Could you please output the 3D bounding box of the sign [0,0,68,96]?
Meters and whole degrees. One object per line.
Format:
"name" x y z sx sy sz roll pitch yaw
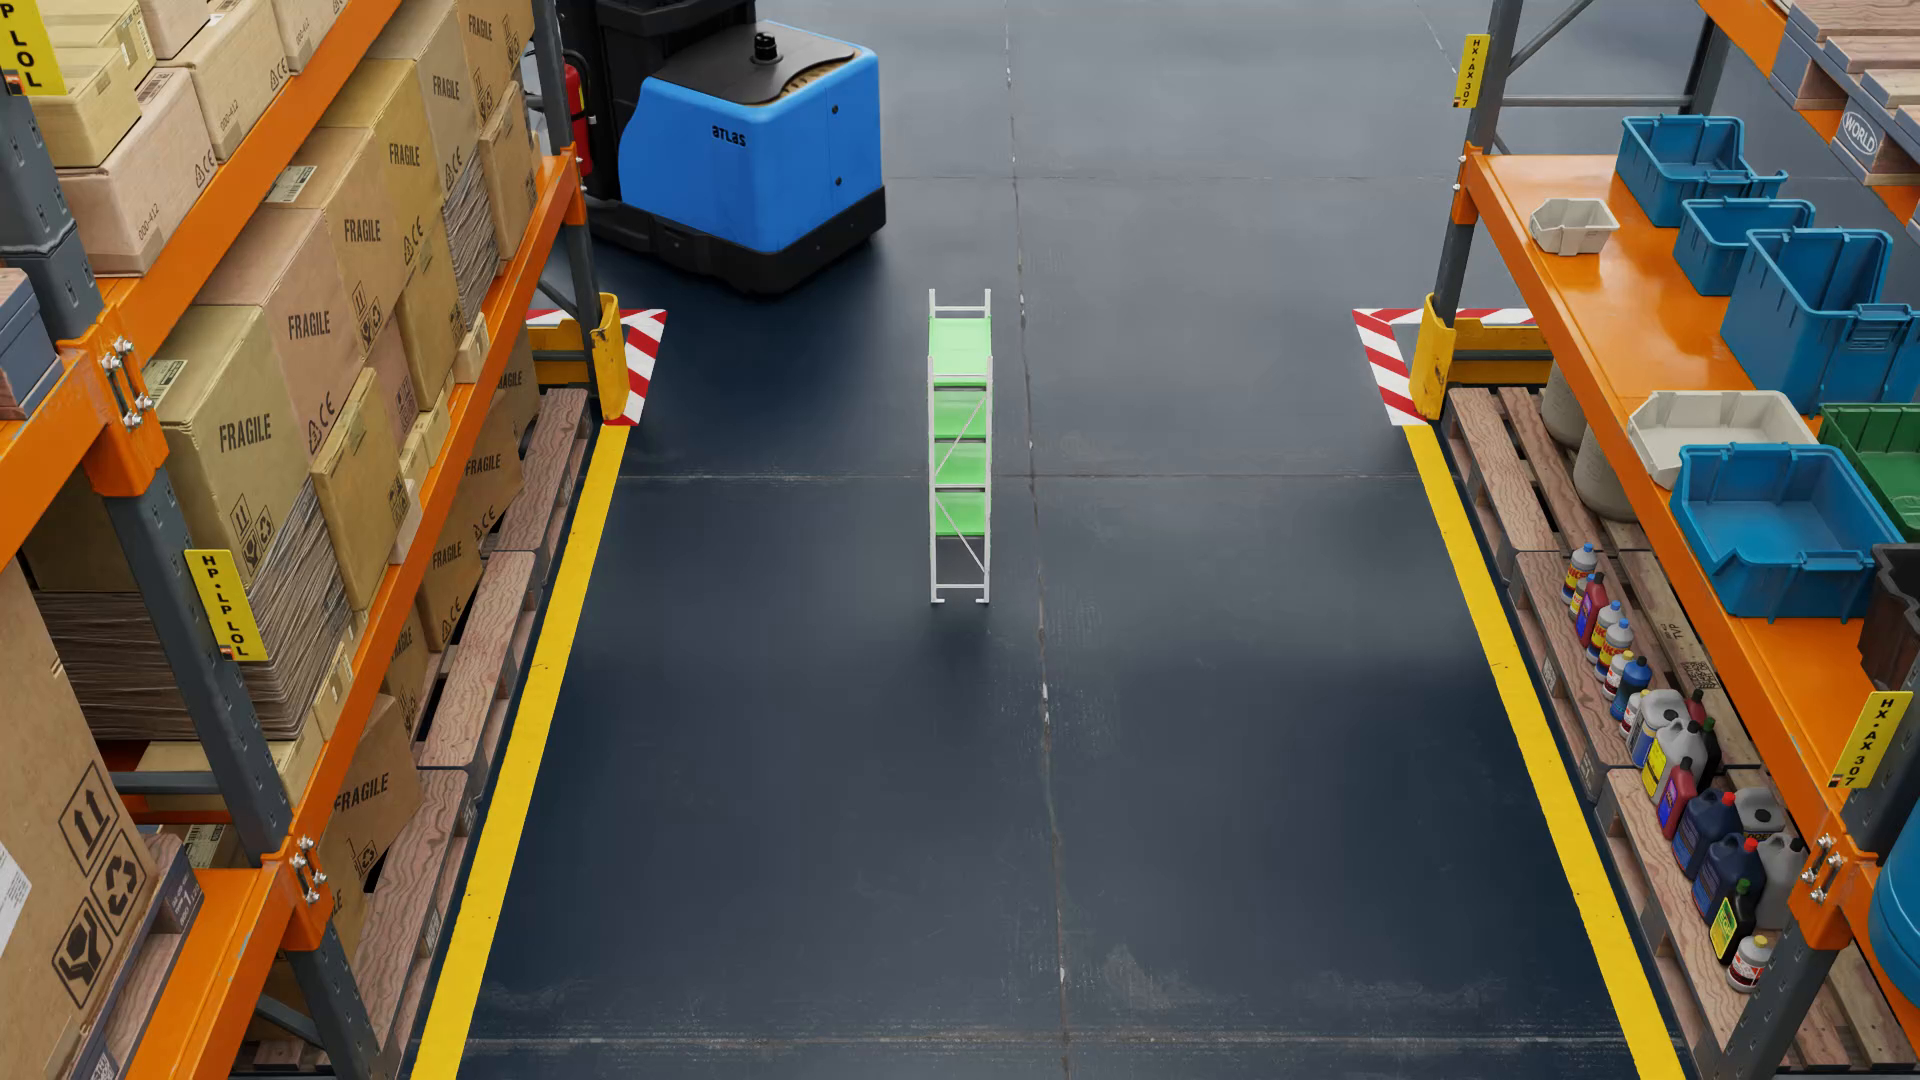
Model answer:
"sign" -1.648 -0.924 2.878 0.100 0.325 0.005 0 39 0

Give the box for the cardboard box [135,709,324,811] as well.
"cardboard box" -1.902 0.568 4.344 0.380 0.149 0.250 0 39 0

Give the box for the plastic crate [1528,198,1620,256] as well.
"plastic crate" 2.425 -1.238 6.607 0.298 0.136 0.250 0 39 0

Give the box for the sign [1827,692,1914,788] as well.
"sign" 2.200 0.486 4.023 0.100 0.325 0.005 0 39 0

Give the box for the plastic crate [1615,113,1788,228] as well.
"plastic crate" 3.045 -1.530 6.879 0.499 0.251 0.616 0 39 0

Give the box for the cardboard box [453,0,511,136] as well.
"cardboard box" -1.953 -1.786 5.963 0.500 0.500 0.500 0 39 0

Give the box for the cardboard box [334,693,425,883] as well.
"cardboard box" -2.172 0.807 5.507 0.500 0.500 0.500 12 40 14

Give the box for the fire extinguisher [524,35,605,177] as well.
"fire extinguisher" -1.747 -1.939 7.333 0.296 0.674 0.183 0 39 0

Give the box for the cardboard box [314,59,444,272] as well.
"cardboard box" -1.963 -1.161 5.182 0.500 0.500 0.500 0 39 0

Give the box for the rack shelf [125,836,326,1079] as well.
"rack shelf" -2.201 2.136 2.762 1.077 0.370 4.000 0 39 0

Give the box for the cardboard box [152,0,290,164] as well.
"cardboard box" -1.953 -1.120 3.971 0.500 0.250 0.500 0 39 0

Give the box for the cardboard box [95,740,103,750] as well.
"cardboard box" -2.497 0.568 4.343 0.380 0.149 0.250 0 39 0

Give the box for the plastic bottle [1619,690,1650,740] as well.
"plastic bottle" 2.437 0.621 5.962 0.097 0.201 0.097 0 39 0

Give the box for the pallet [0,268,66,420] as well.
"pallet" -2.309 -0.107 2.736 1.213 0.211 1.003 0 39 0

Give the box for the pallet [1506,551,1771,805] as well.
"pallet" 2.787 0.504 6.452 1.003 0.211 1.213 0 39 0

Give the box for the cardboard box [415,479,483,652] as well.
"cardboard box" -2.207 0.070 6.427 0.500 0.500 0.500 3 39 4

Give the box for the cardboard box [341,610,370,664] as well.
"cardboard box" -1.918 0.255 4.734 0.380 0.149 0.250 0 39 0

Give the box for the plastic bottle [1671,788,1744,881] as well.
"plastic bottle" 2.461 0.940 5.445 0.144 0.351 0.185 -2 39 -2

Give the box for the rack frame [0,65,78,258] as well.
"rack frame" -2.203 -1.737 2.221 1.000 3.000 0.127 0 39 0

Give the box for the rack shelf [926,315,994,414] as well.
"rack shelf" 0.000 -0.689 6.485 0.258 0.148 0.480 0 39 0

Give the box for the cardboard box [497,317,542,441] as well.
"cardboard box" -2.224 -0.695 7.382 0.500 0.500 0.500 7 39 8

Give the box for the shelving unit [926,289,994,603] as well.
"shelving unit" 0.000 -0.365 6.746 0.258 1.200 0.503 0 39 0

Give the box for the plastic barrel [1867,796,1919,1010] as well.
"plastic barrel" 2.448 0.647 3.643 0.600 0.901 0.708 0 39 0

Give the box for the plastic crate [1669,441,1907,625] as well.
"plastic crate" 2.477 -0.033 5.012 0.499 0.251 0.616 0 39 0

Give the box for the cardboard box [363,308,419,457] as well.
"cardboard box" -2.208 -0.458 5.105 0.875 0.500 0.500 0 39 0

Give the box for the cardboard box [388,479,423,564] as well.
"cardboard box" -1.887 -0.058 5.124 0.380 0.149 0.250 0 39 0

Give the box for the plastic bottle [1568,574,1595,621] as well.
"plastic bottle" 2.436 0.218 6.465 0.097 0.201 0.097 0 39 0

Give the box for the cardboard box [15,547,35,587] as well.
"cardboard box" -2.479 -0.222 4.011 0.500 0.500 0.500 0 39 0

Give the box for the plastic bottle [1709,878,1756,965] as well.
"plastic bottle" 2.420 1.188 5.189 0.061 0.283 0.133 2 39 2

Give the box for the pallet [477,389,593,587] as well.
"pallet" -2.242 -0.253 7.397 1.003 0.211 1.213 0 39 0

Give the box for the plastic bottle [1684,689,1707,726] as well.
"plastic bottle" 2.571 0.662 5.845 0.061 0.283 0.133 0 39 0

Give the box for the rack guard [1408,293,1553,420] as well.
"rack guard" 2.793 -0.878 7.946 1.175 0.500 0.348 0 39 0

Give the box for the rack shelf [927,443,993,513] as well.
"rack shelf" 0.000 -0.315 6.786 0.258 0.148 0.480 0 39 0

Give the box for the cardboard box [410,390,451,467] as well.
"cardboard box" -1.917 -0.370 5.514 0.380 0.149 0.250 0 39 0

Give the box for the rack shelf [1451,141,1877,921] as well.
"rack shelf" 2.748 -0.369 5.887 1.077 0.370 4.000 0 39 0

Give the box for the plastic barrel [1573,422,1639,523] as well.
"plastic barrel" 2.823 -0.369 6.965 0.421 0.512 0.421 0 39 0

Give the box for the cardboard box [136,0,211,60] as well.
"cardboard box" -1.943 -1.204 3.756 0.380 0.149 0.250 0 39 0

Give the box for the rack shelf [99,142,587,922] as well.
"rack shelf" -2.205 -0.366 5.883 1.077 0.370 4.000 0 39 0

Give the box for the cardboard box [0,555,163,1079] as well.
"cardboard box" -2.342 0.703 3.158 1.000 1.000 1.000 0 39 0

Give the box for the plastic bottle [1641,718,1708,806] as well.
"plastic bottle" 2.460 0.738 5.697 0.144 0.351 0.185 0 39 0

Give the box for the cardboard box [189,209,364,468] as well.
"cardboard box" -1.951 -0.535 4.402 0.500 0.500 0.500 0 39 0

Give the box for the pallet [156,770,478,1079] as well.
"pallet" -2.239 1.272 5.493 1.003 0.211 1.213 0 39 0

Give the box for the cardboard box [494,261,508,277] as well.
"cardboard box" -1.964 -1.152 6.490 0.380 0.149 0.250 0 39 0

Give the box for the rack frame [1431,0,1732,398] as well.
"rack frame" 2.745 -1.901 7.223 1.000 3.000 0.127 0 39 0

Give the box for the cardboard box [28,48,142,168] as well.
"cardboard box" -1.895 -0.867 3.335 0.380 0.149 0.250 -1 39 -1

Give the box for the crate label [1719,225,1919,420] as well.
"crate label" 3.018 -0.764 5.776 0.502 0.435 0.616 0 39 0

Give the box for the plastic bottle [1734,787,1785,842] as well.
"plastic bottle" 2.609 0.953 5.488 0.152 0.276 0.135 0 39 0

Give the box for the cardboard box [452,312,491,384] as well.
"cardboard box" -1.894 -0.683 5.905 0.380 0.149 0.250 0 39 0

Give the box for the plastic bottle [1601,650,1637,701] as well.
"plastic bottle" 2.437 0.492 6.123 0.097 0.201 0.097 0 39 0

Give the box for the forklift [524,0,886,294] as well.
"forklift" -1.921 -3.161 8.850 3.031 2.935 1.130 23 44 26

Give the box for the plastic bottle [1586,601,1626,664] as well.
"plastic bottle" 2.436 0.341 6.256 0.097 0.271 0.097 0 39 0

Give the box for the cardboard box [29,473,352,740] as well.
"cardboard box" -2.142 0.168 4.324 0.875 0.500 0.500 0 39 0

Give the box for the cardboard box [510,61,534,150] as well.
"cardboard box" -2.234 -1.708 6.665 0.875 0.500 0.500 0 39 0

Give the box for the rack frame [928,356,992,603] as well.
"rack frame" 0.000 -0.212 6.555 0.240 1.200 0.015 0 39 0

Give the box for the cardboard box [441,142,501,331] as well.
"cardboard box" -2.156 -1.083 5.885 0.875 0.500 0.500 0 39 0
